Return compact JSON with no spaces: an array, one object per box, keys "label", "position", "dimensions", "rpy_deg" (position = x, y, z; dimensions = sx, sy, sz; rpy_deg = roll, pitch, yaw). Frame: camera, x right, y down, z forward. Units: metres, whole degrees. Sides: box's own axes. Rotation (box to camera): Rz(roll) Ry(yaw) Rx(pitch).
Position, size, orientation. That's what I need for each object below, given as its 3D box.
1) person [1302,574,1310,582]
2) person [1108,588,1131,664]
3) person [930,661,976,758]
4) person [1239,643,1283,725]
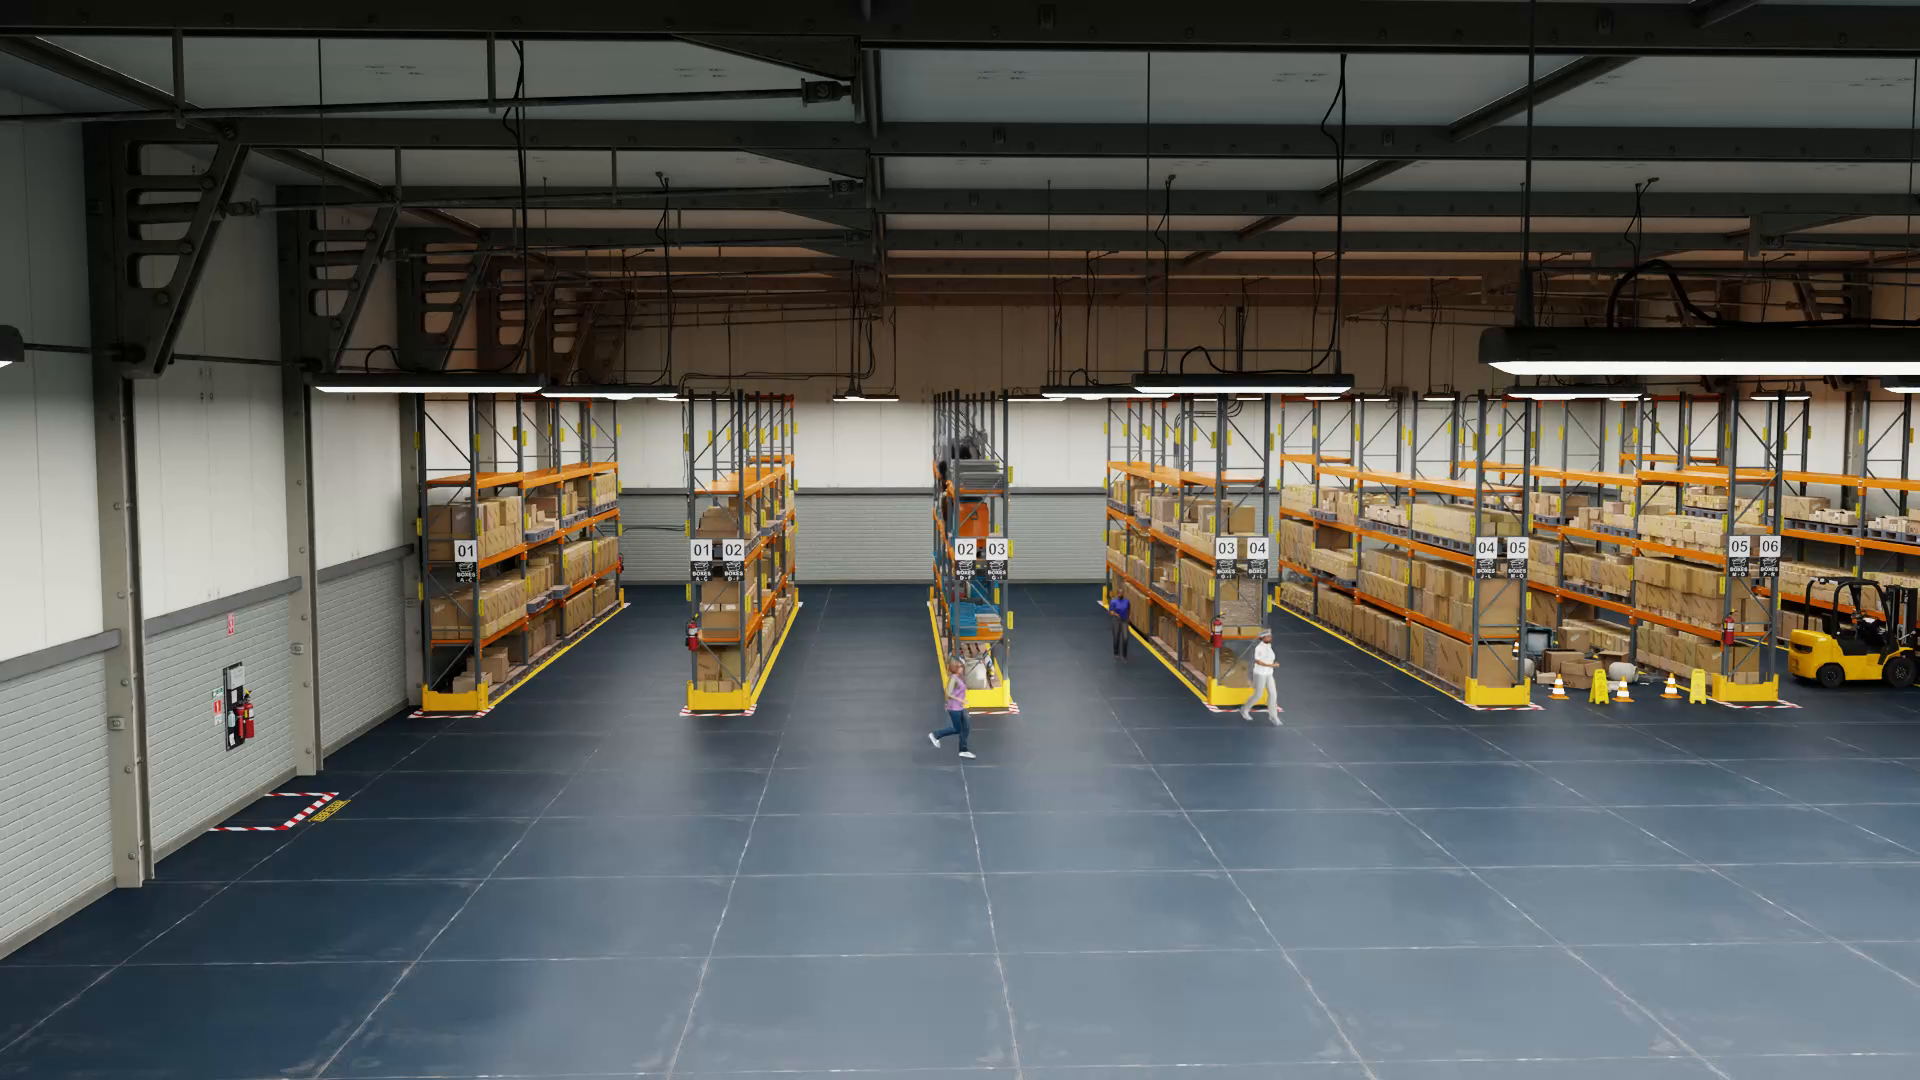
[{"label":"person","position":[10.329,0.832,49.100],"dimensions":[0.502,1.665,0.698],"rpy_deg":[0,5,1]},{"label":"person","position":[3.551,1.909,36.914],"dimensions":[0.566,1.704,0.727],"rpy_deg":[0,5,-5]},{"label":"person","position":[-0.109,2.745,26.992],"dimensions":[0.760,1.584,0.543],"rpy_deg":[1,5,15]},{"label":"person","position":[5.420,2.576,29.894],"dimensions":[0.803,1.484,0.381],"rpy_deg":[4,6,37]}]
